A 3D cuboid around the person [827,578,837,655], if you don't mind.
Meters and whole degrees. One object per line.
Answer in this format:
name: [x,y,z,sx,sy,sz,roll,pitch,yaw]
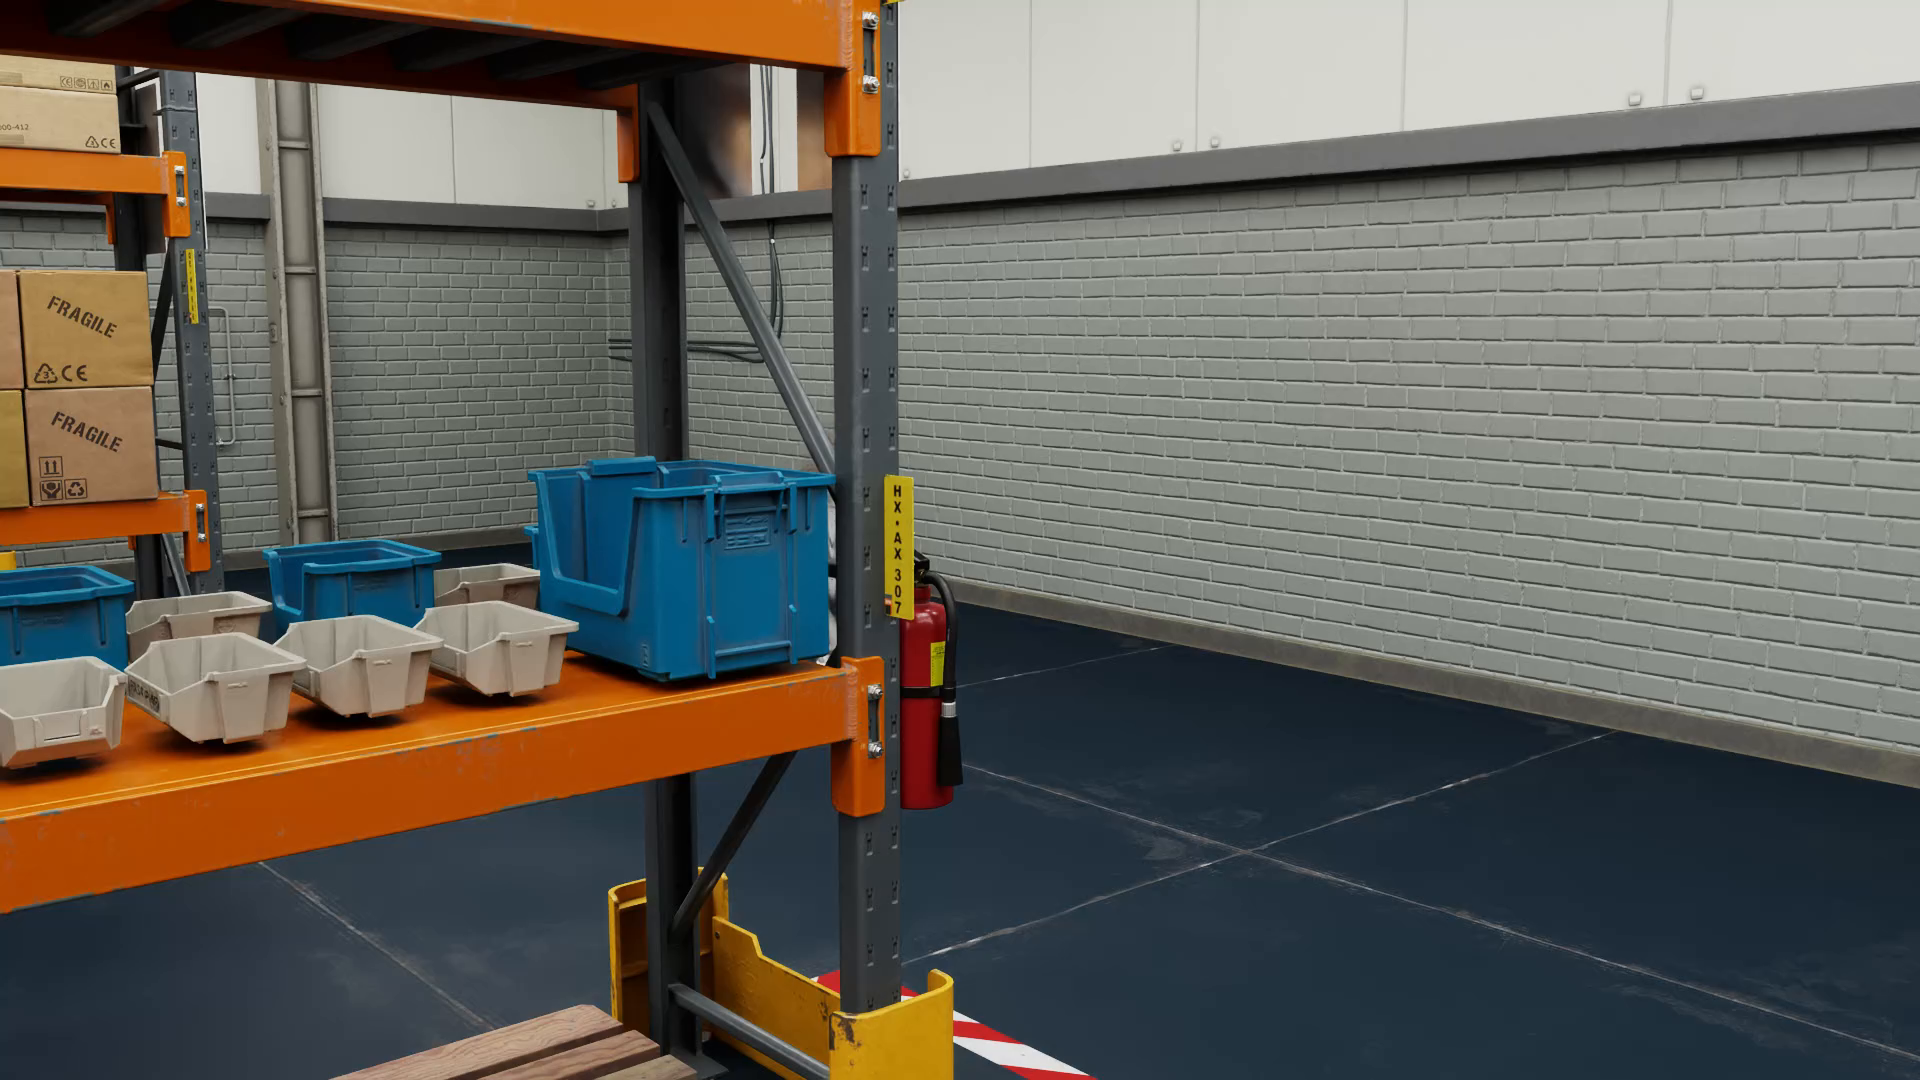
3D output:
person: [-0.716,0.284,10.065,0.452,0.833,0.628,-7,10,-41]
